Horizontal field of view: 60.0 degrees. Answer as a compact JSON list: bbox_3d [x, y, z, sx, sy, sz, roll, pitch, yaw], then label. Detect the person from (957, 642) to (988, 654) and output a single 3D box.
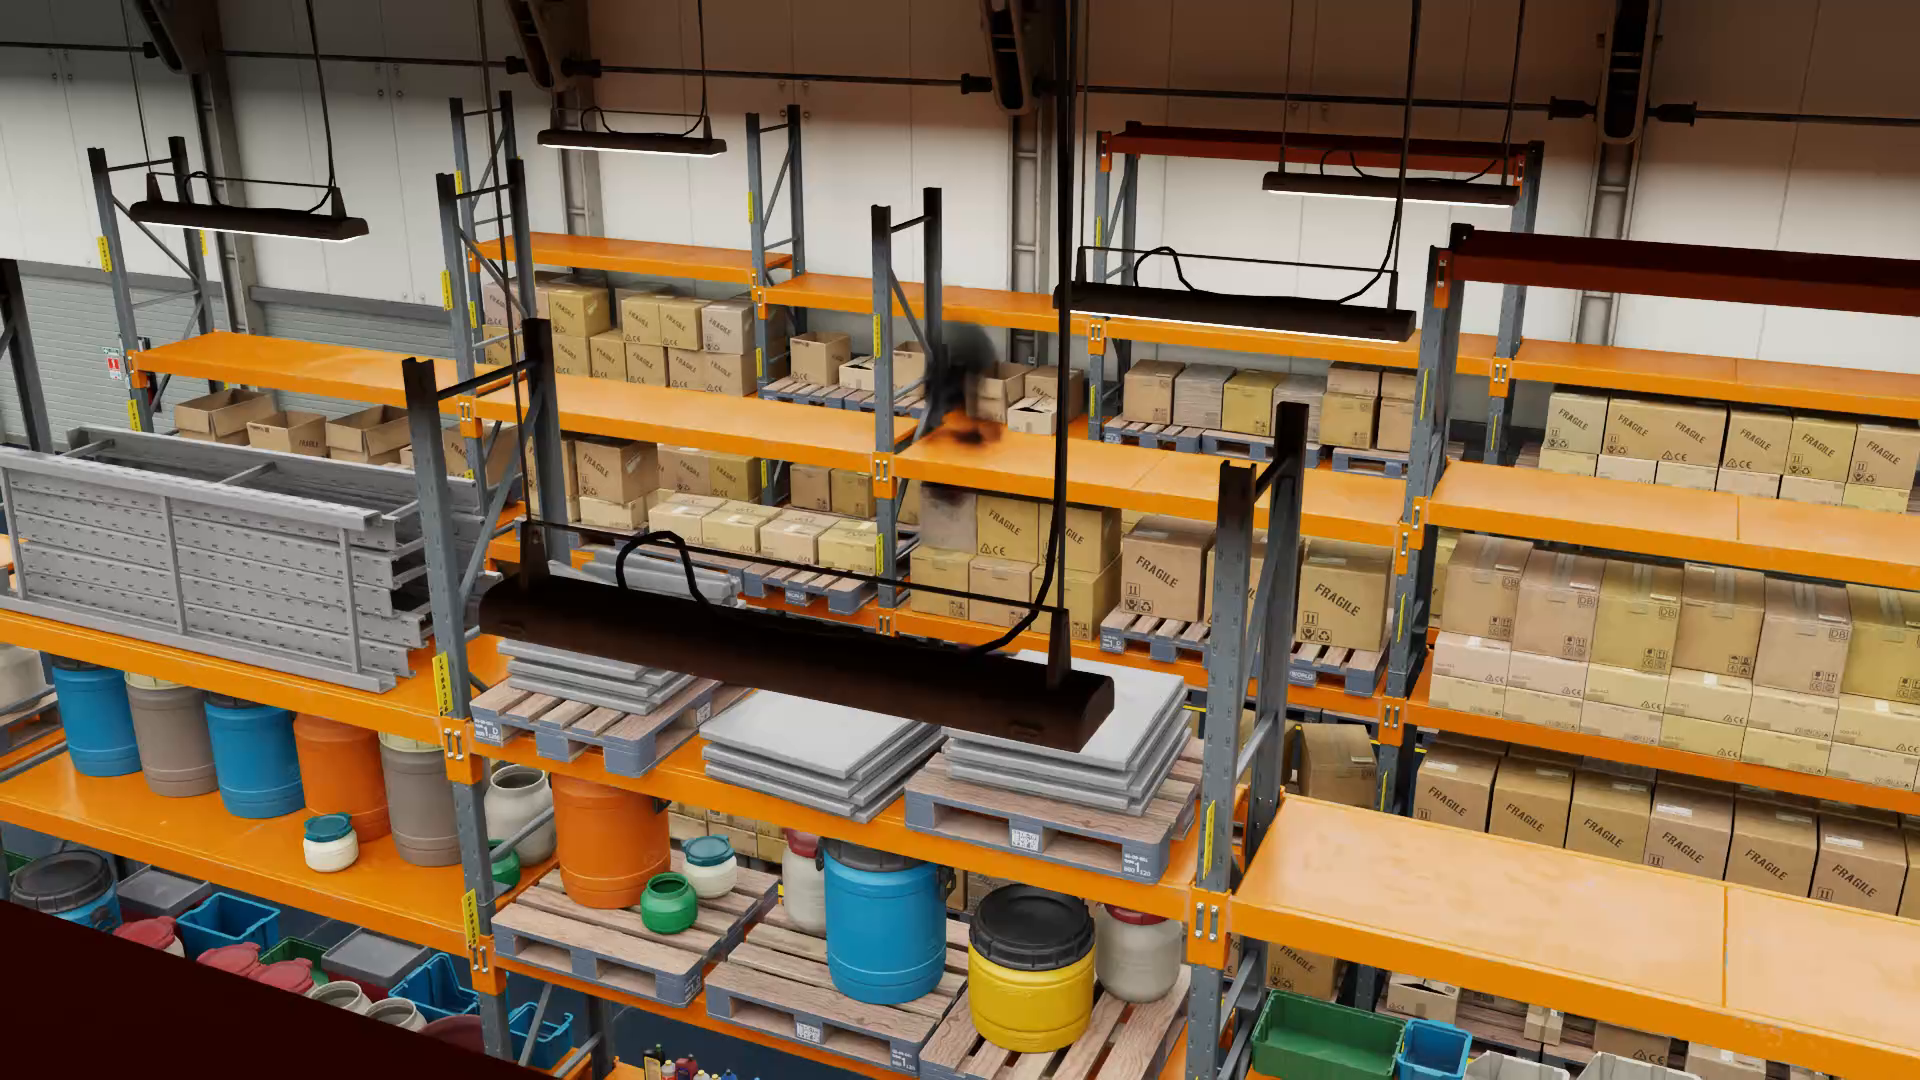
[{"bbox_3d":[0.097,1.230,17.139,0.636,1.570,0.510,8,22,20],"label":"person"}]
